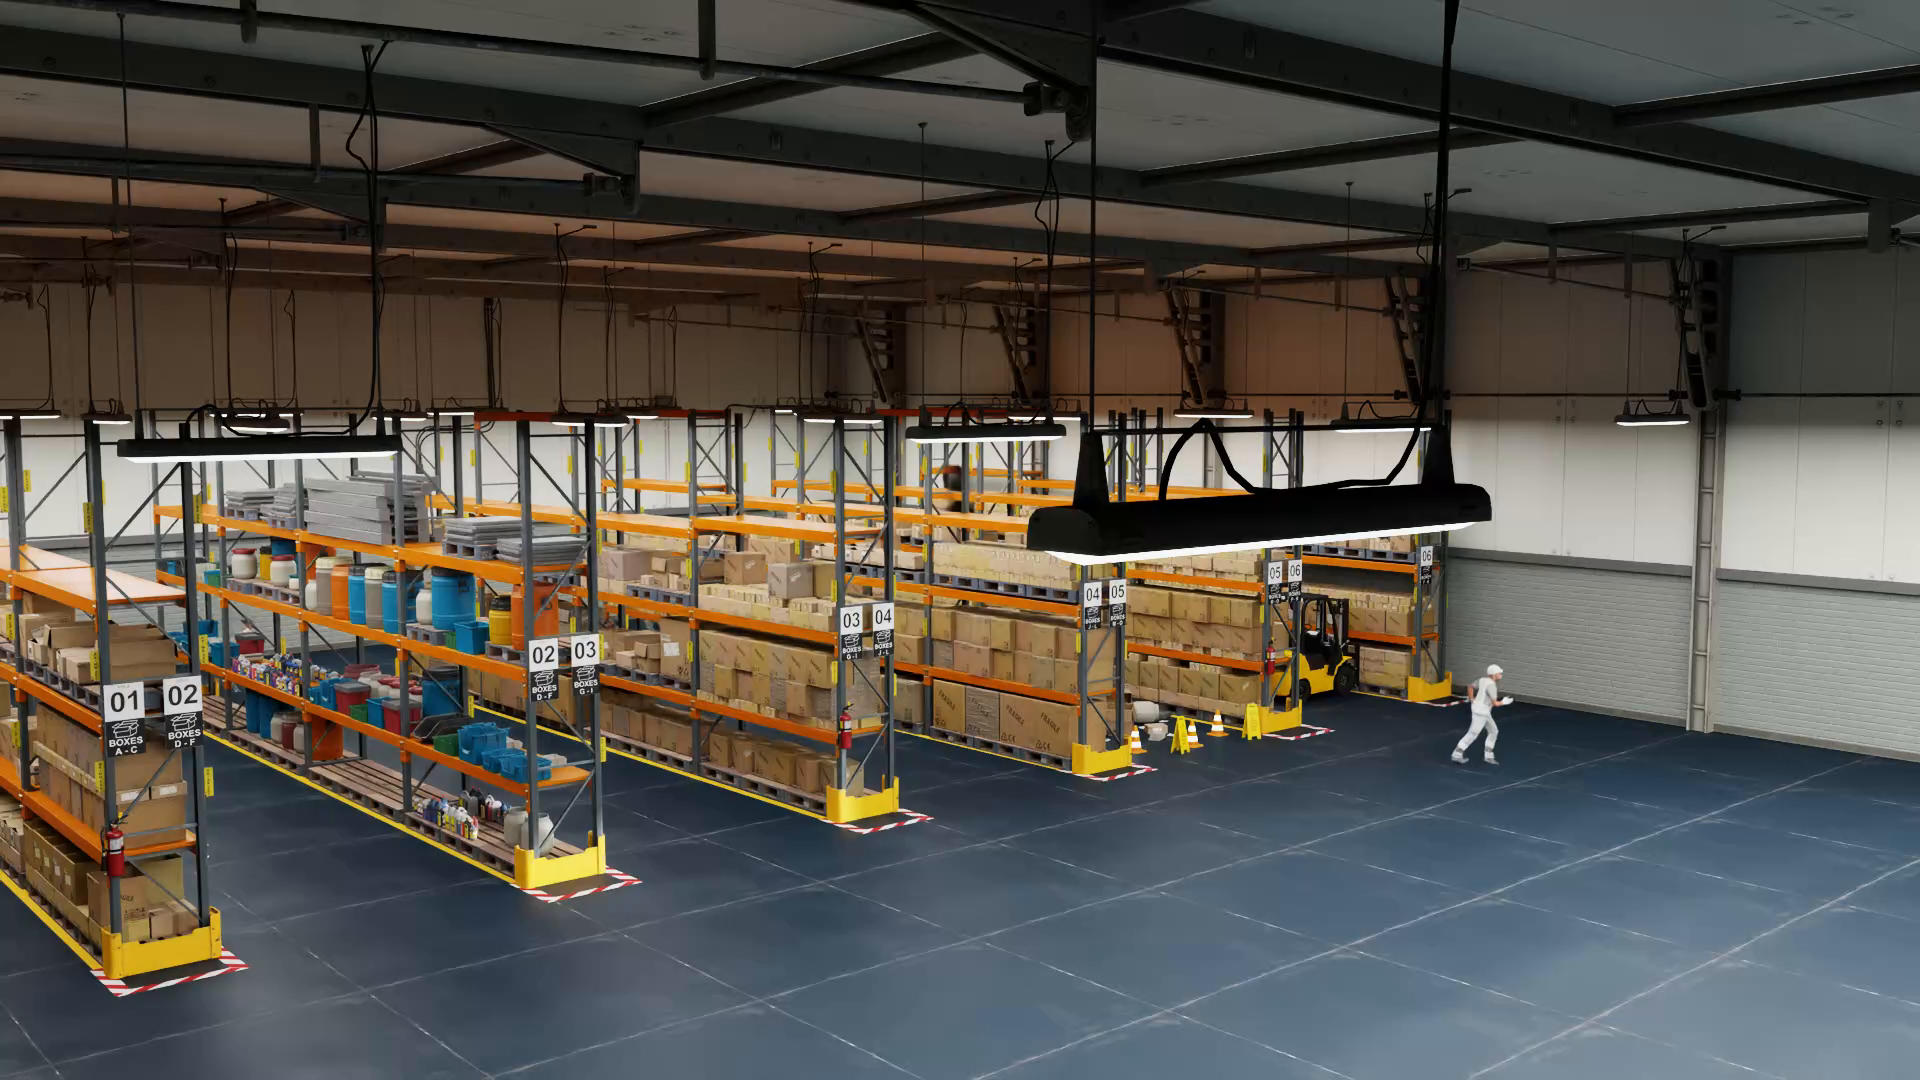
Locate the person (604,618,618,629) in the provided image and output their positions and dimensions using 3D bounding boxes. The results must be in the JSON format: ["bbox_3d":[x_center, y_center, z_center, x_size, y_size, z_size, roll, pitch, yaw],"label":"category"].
[{"bbox_3d":[-7.839,2.408,36.903,0.598,1.434,1.085,-2,6,-24],"label":"person"}]

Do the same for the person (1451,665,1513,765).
[{"bbox_3d":[8.865,2.981,28.259,0.992,1.752,0.695,1,5,8],"label":"person"}]

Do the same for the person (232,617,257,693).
[{"bbox_3d":[-14.882,2.435,34.904,0.939,1.684,0.617,0,5,3],"label":"person"}]

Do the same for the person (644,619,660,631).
[{"bbox_3d":[-7.758,1.783,42.448,0.546,1.699,0.767,4,7,40],"label":"person"}]
